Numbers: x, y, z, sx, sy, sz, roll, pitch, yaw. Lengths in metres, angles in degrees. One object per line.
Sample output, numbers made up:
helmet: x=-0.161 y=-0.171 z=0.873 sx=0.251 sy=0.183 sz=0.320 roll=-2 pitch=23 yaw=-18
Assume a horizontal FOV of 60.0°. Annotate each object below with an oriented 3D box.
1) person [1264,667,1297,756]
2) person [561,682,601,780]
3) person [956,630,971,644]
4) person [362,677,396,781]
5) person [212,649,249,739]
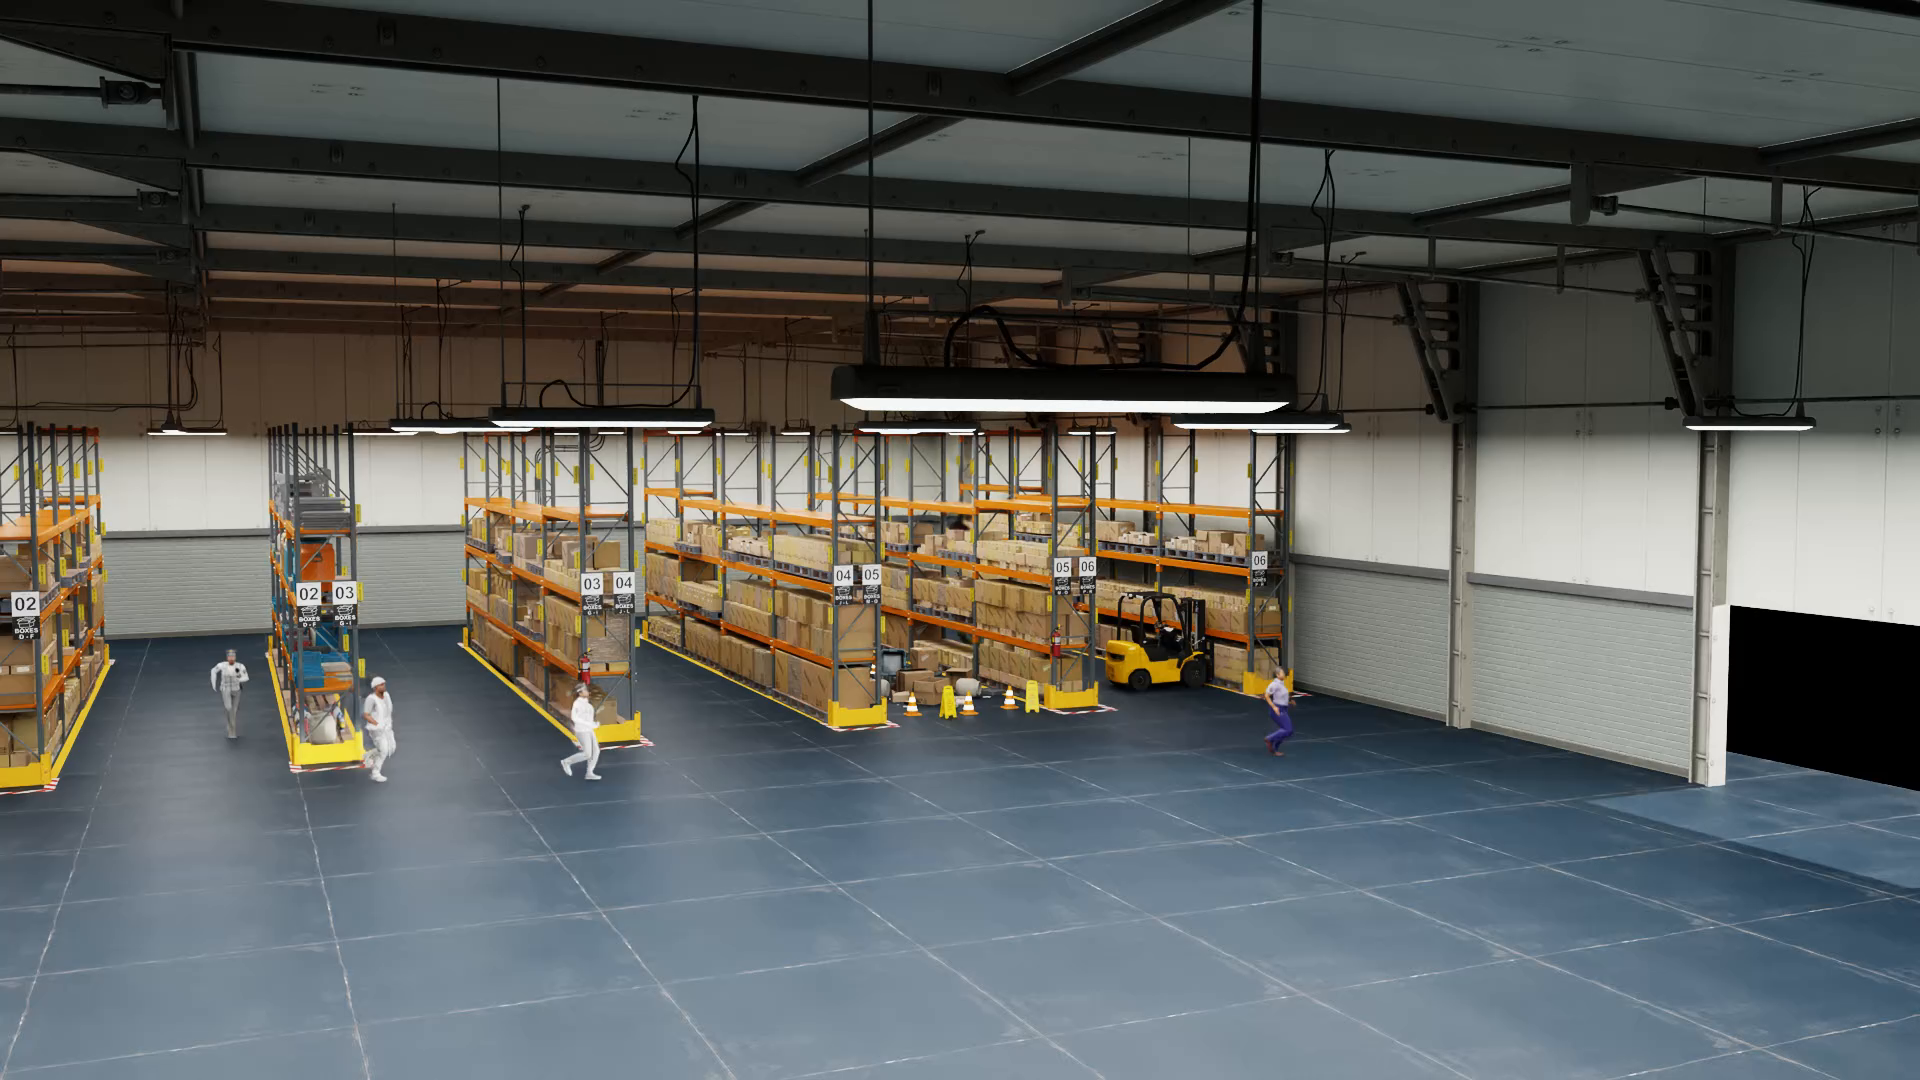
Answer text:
person: x=5.788 y=3.095 z=29.928 sx=0.520 sy=1.605 sz=0.604 roll=1 pitch=4 yaw=22
person: x=-6.334 y=3.194 z=27.852 sx=0.653 sy=1.645 sz=0.620 roll=0 pitch=3 yaw=5
person: x=0.134 y=2.111 z=44.773 sx=0.668 sy=1.760 sz=0.862 roll=-2 pitch=4 yaw=-26
person: x=-9.749 y=3.156 z=27.863 sx=0.669 sy=1.745 sz=0.705 roll=1 pitch=4 yaw=14
person: x=-14.011 y=2.936 z=31.944 sx=0.636 sy=1.725 sz=0.827 roll=-2 pitch=4 yaw=-28
